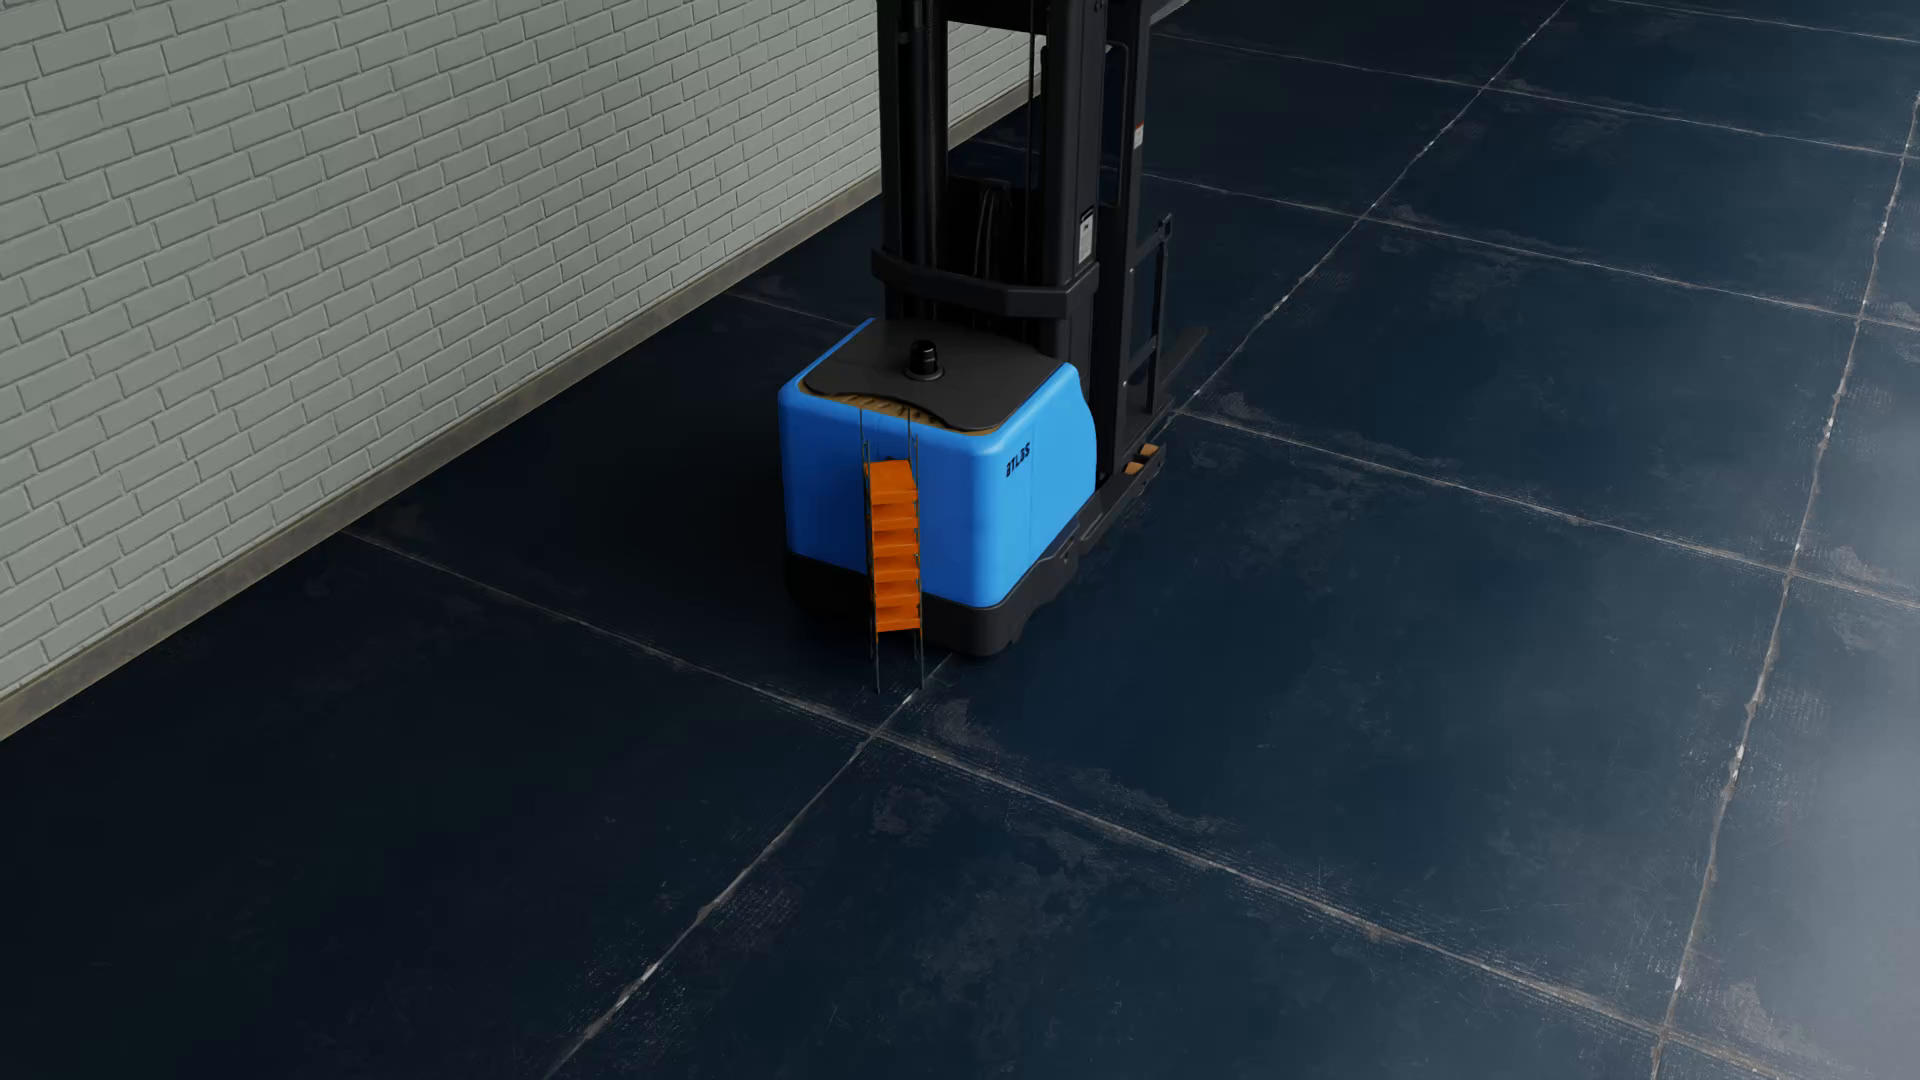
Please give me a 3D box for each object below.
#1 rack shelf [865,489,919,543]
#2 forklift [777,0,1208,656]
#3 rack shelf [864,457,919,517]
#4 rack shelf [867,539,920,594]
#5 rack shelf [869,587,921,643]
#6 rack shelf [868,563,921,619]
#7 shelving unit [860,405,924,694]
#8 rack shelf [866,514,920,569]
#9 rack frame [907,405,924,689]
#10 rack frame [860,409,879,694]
[{"bbox_3d":[-0.267,-0.106,6.472,0.180,0.103,0.258,-6,34,-8],"label":"rack shelf"},{"bbox_3d":[0.364,-1.536,7.412,1.130,2.935,3.031,16,37,22],"label":"forklift"},{"bbox_3d":[-0.268,-0.206,6.406,0.180,0.103,0.258,-6,34,-8],"label":"rack shelf"},{"bbox_3d":[-0.266,0.094,6.605,0.180,0.103,0.258,-6,34,-8],"label":"rack shelf"},{"bbox_3d":[-0.264,0.294,6.738,0.180,0.103,0.258,-6,34,-8],"label":"rack shelf"},{"bbox_3d":[-0.265,0.194,6.672,0.180,0.103,0.258,-6,34,-8],"label":"rack shelf"},{"bbox_3d":[-0.266,0.057,6.581,0.189,1.200,0.258,-6,34,-8],"label":"shelving unit"},{"bbox_3d":[-0.266,-0.006,6.539,0.180,0.103,0.258,-6,34,-8],"label":"rack shelf"},{"bbox_3d":[-0.176,0.048,6.593,0.006,1.200,0.240,-6,34,-8],"label":"rack frame"},{"bbox_3d":[-0.356,0.066,6.568,0.006,1.200,0.240,-6,34,-8],"label":"rack frame"}]
